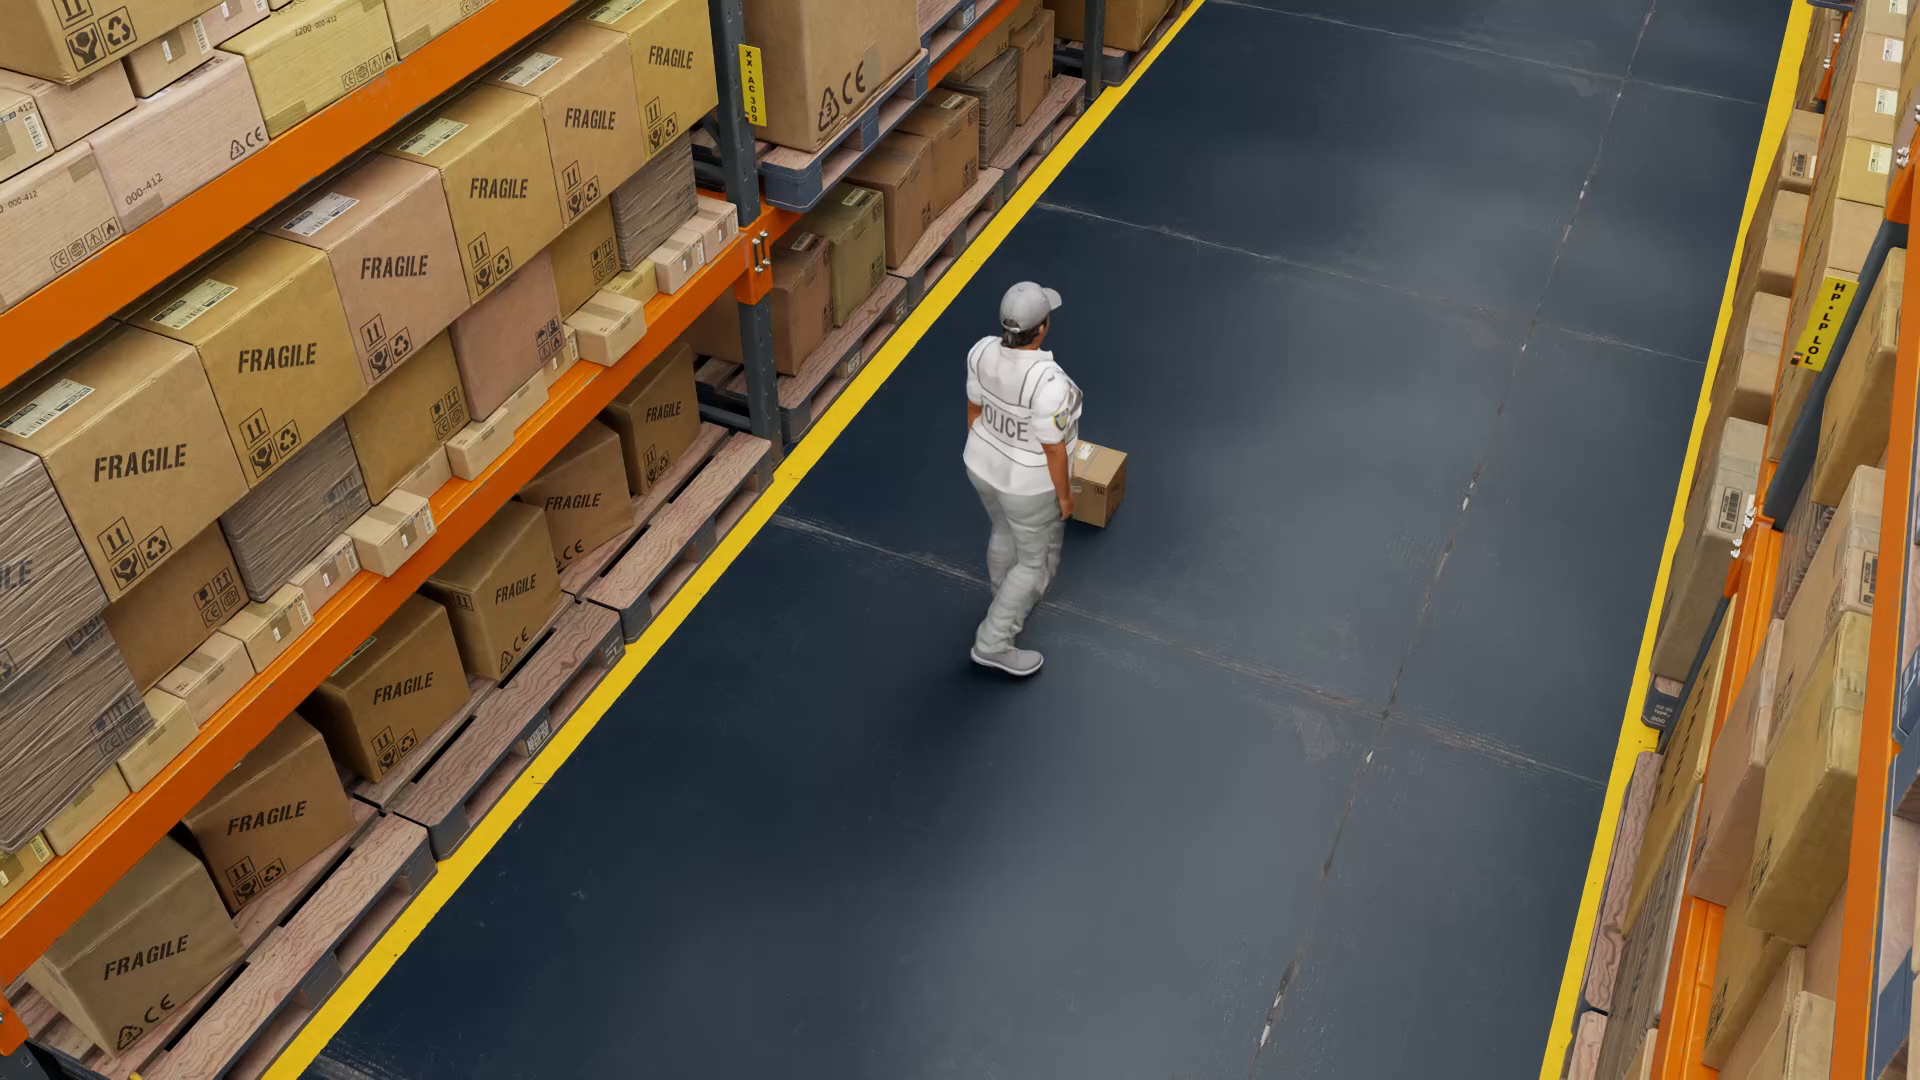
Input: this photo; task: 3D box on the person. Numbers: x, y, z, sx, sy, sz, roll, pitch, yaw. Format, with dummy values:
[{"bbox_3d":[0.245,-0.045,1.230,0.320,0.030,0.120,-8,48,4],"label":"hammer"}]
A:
[{"bbox_3d":[0.221,-0.238,6.414,0.588,1.663,0.526,-30,50,-29],"label":"person"}]
